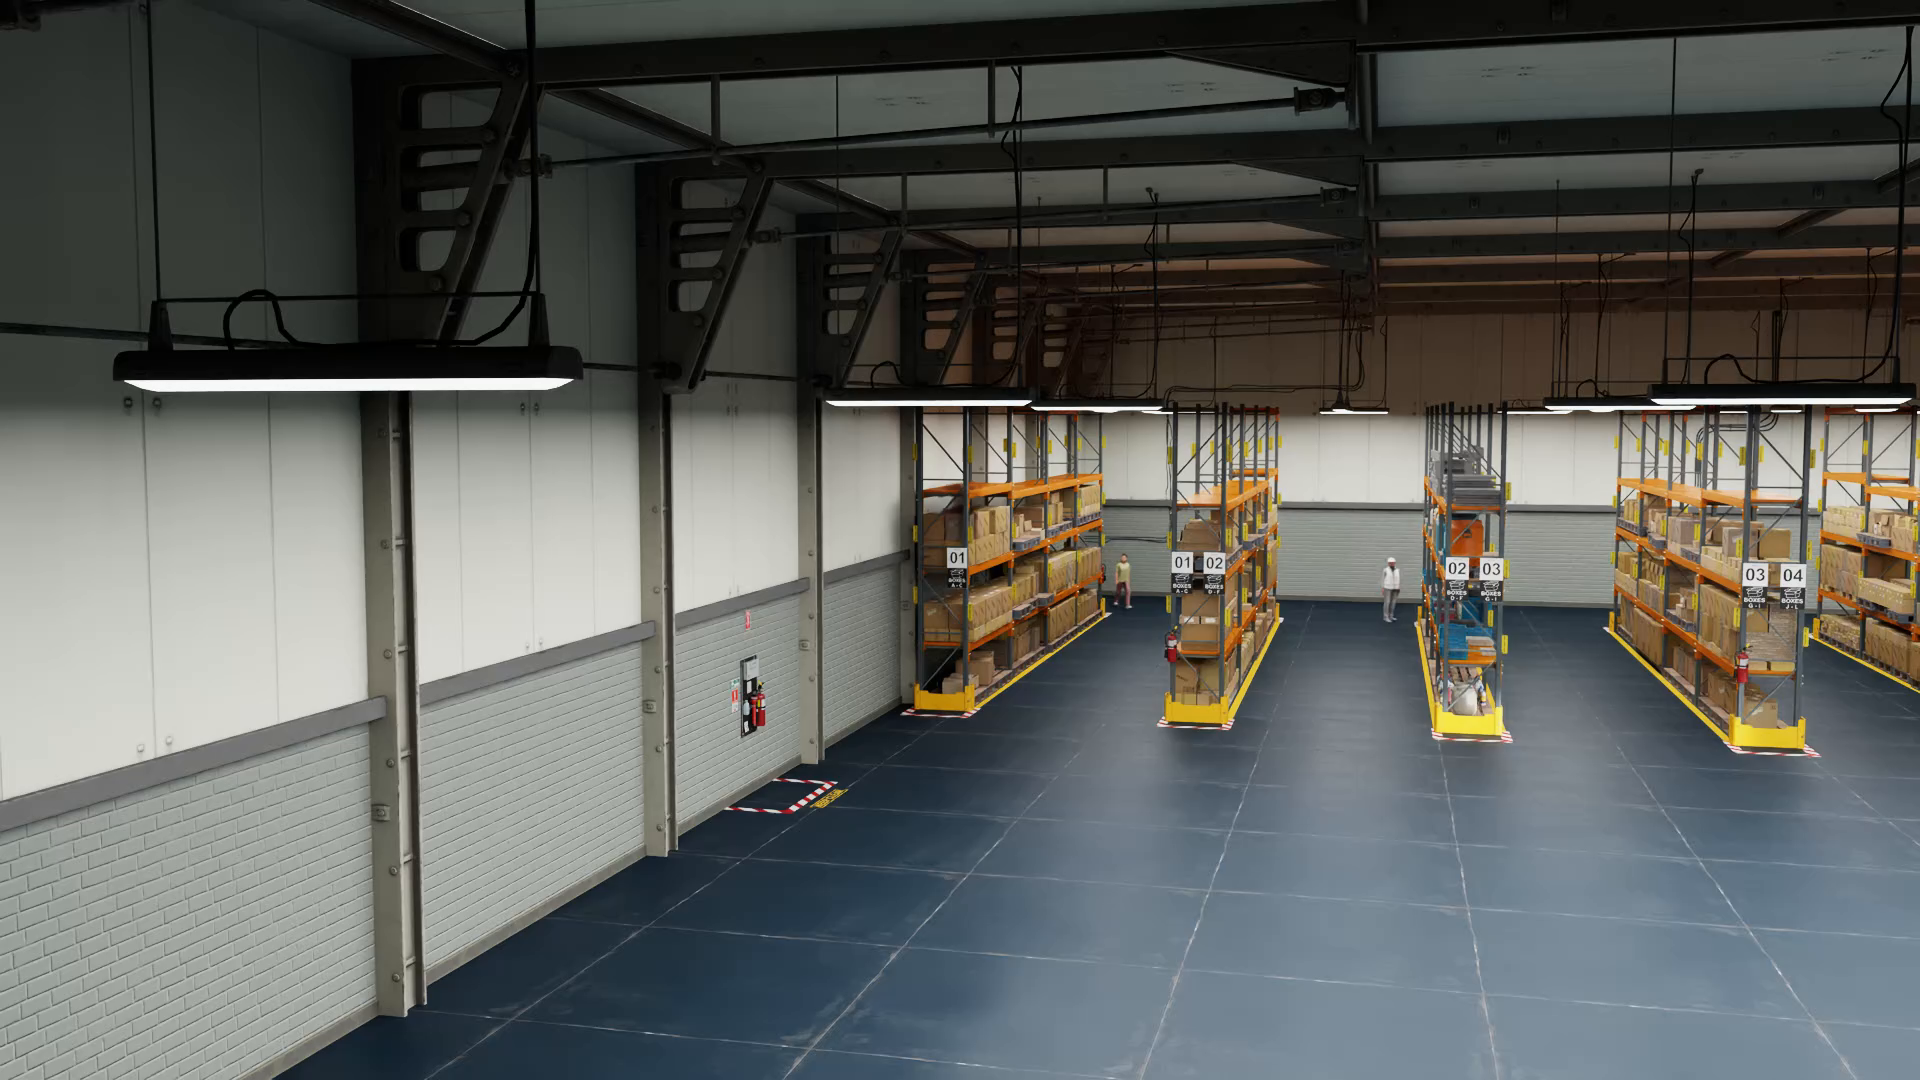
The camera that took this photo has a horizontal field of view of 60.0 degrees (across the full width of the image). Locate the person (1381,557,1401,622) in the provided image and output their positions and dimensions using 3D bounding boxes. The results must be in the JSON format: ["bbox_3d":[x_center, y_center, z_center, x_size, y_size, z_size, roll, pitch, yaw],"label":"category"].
[{"bbox_3d":[12.169,1.388,46.769,0.545,1.792,0.517,-1,4,-12],"label":"person"}]

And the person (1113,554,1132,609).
[{"bbox_3d":[4.875,1.225,49.778,0.507,1.622,1.043,-1,4,-12],"label":"person"}]
